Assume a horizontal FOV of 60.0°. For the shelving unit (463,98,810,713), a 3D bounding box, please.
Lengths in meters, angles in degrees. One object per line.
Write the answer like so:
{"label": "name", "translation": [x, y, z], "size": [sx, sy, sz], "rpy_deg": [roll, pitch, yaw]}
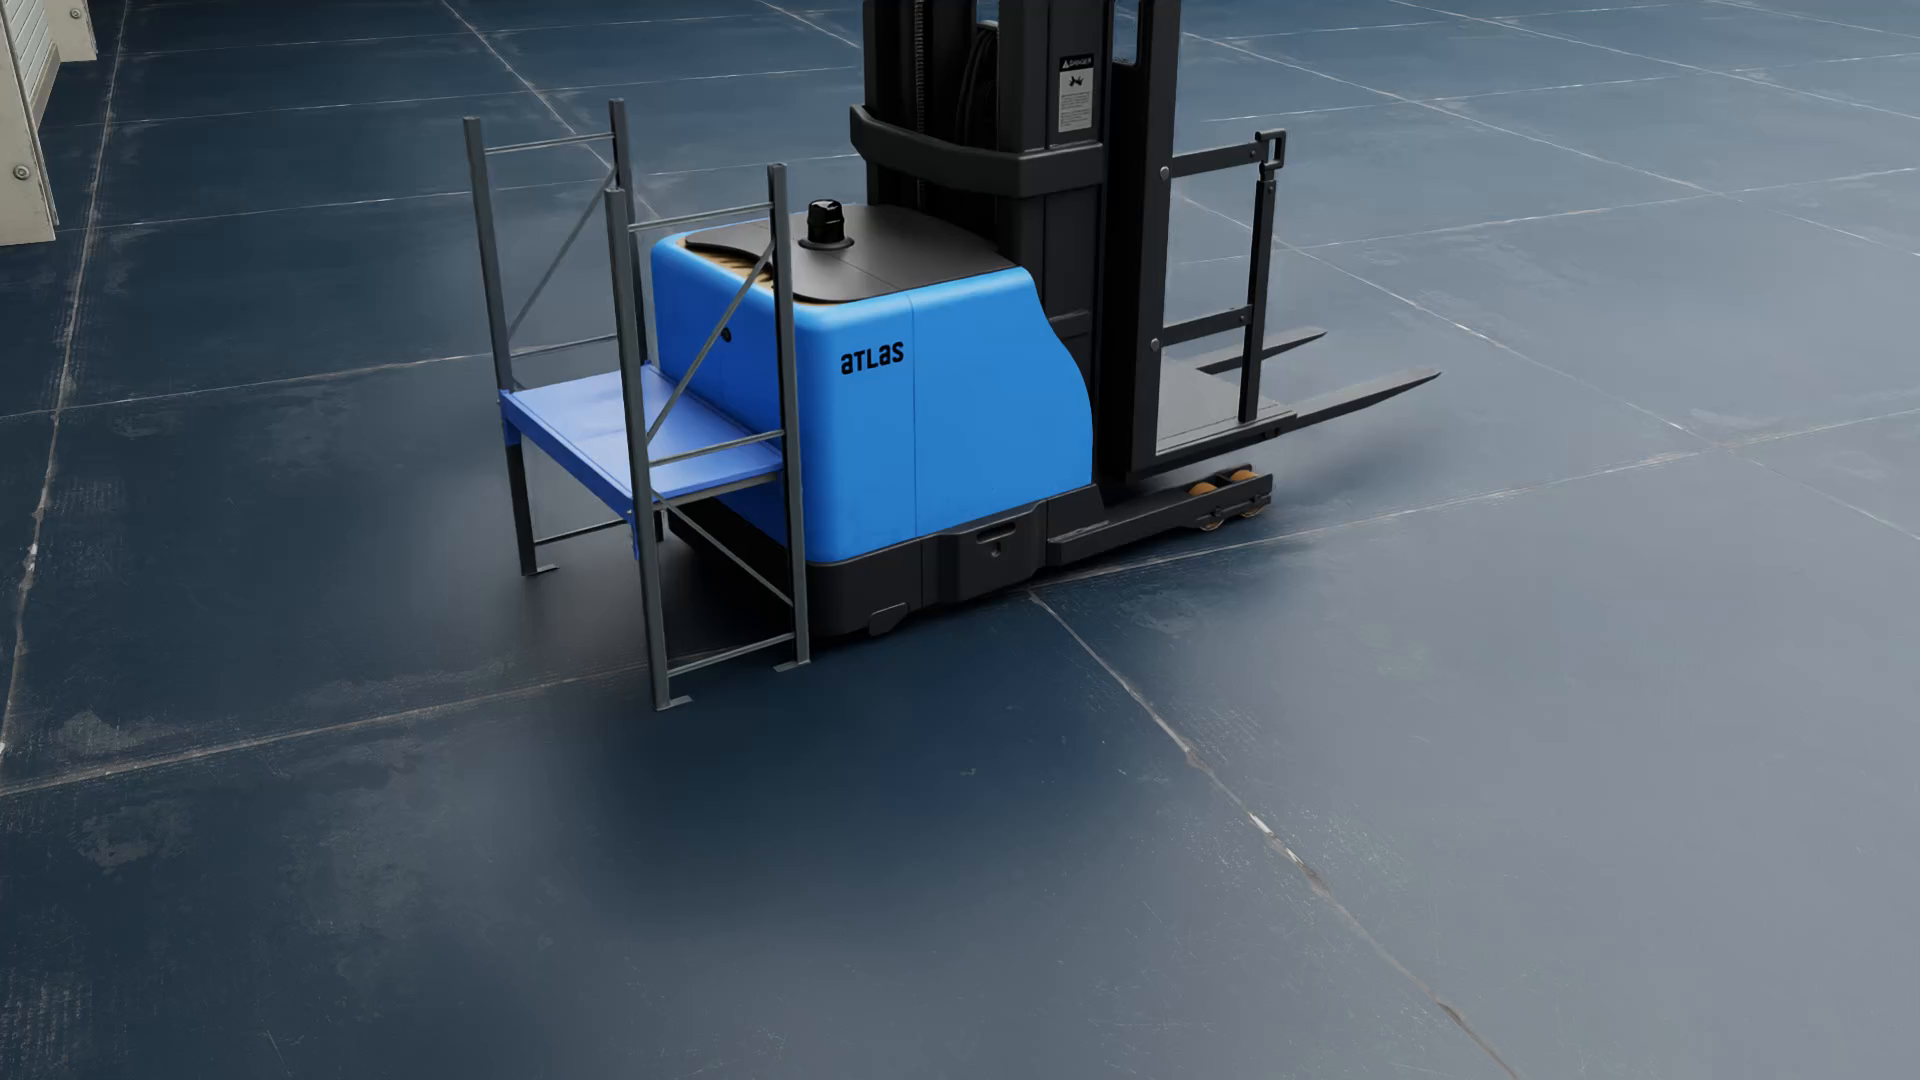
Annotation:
{"label": "shelving unit", "translation": [-0.952, -0.432, 4.926], "size": [0.538, 1.500, 1.048], "rpy_deg": [-17, 31, -30]}

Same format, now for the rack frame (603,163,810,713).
{"label": "rack frame", "translation": [-0.665, -0.248, 4.549], "size": [0.500, 1.500, 0.032], "rpy_deg": [-17, 31, -30]}

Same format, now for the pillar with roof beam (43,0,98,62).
{"label": "pillar with roof beam", "translation": [-3.569, -8.901, 13.723], "size": [9.100, 9.000, 0.400], "rpy_deg": [-11, 28, -21]}

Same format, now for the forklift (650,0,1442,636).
{"label": "forklift", "translation": [0.496, -1.519, 5.519], "size": [3.031, 2.935, 1.130], "rpy_deg": [-18, 31, -32]}

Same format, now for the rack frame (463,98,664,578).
{"label": "rack frame", "translation": [-1.239, -0.616, 5.303], "size": [0.500, 1.500, 0.032], "rpy_deg": [-17, 31, -30]}

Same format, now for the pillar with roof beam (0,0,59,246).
{"label": "pillar with roof beam", "translation": [-1.219, -6.479, 8.762], "size": [9.100, 9.000, 0.400], "rpy_deg": [-11, 28, -21]}

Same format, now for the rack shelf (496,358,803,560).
{"label": "rack shelf", "translation": [-0.952, -0.271, 5.005], "size": [0.538, 0.185, 1.000], "rpy_deg": [-17, 31, -30]}
